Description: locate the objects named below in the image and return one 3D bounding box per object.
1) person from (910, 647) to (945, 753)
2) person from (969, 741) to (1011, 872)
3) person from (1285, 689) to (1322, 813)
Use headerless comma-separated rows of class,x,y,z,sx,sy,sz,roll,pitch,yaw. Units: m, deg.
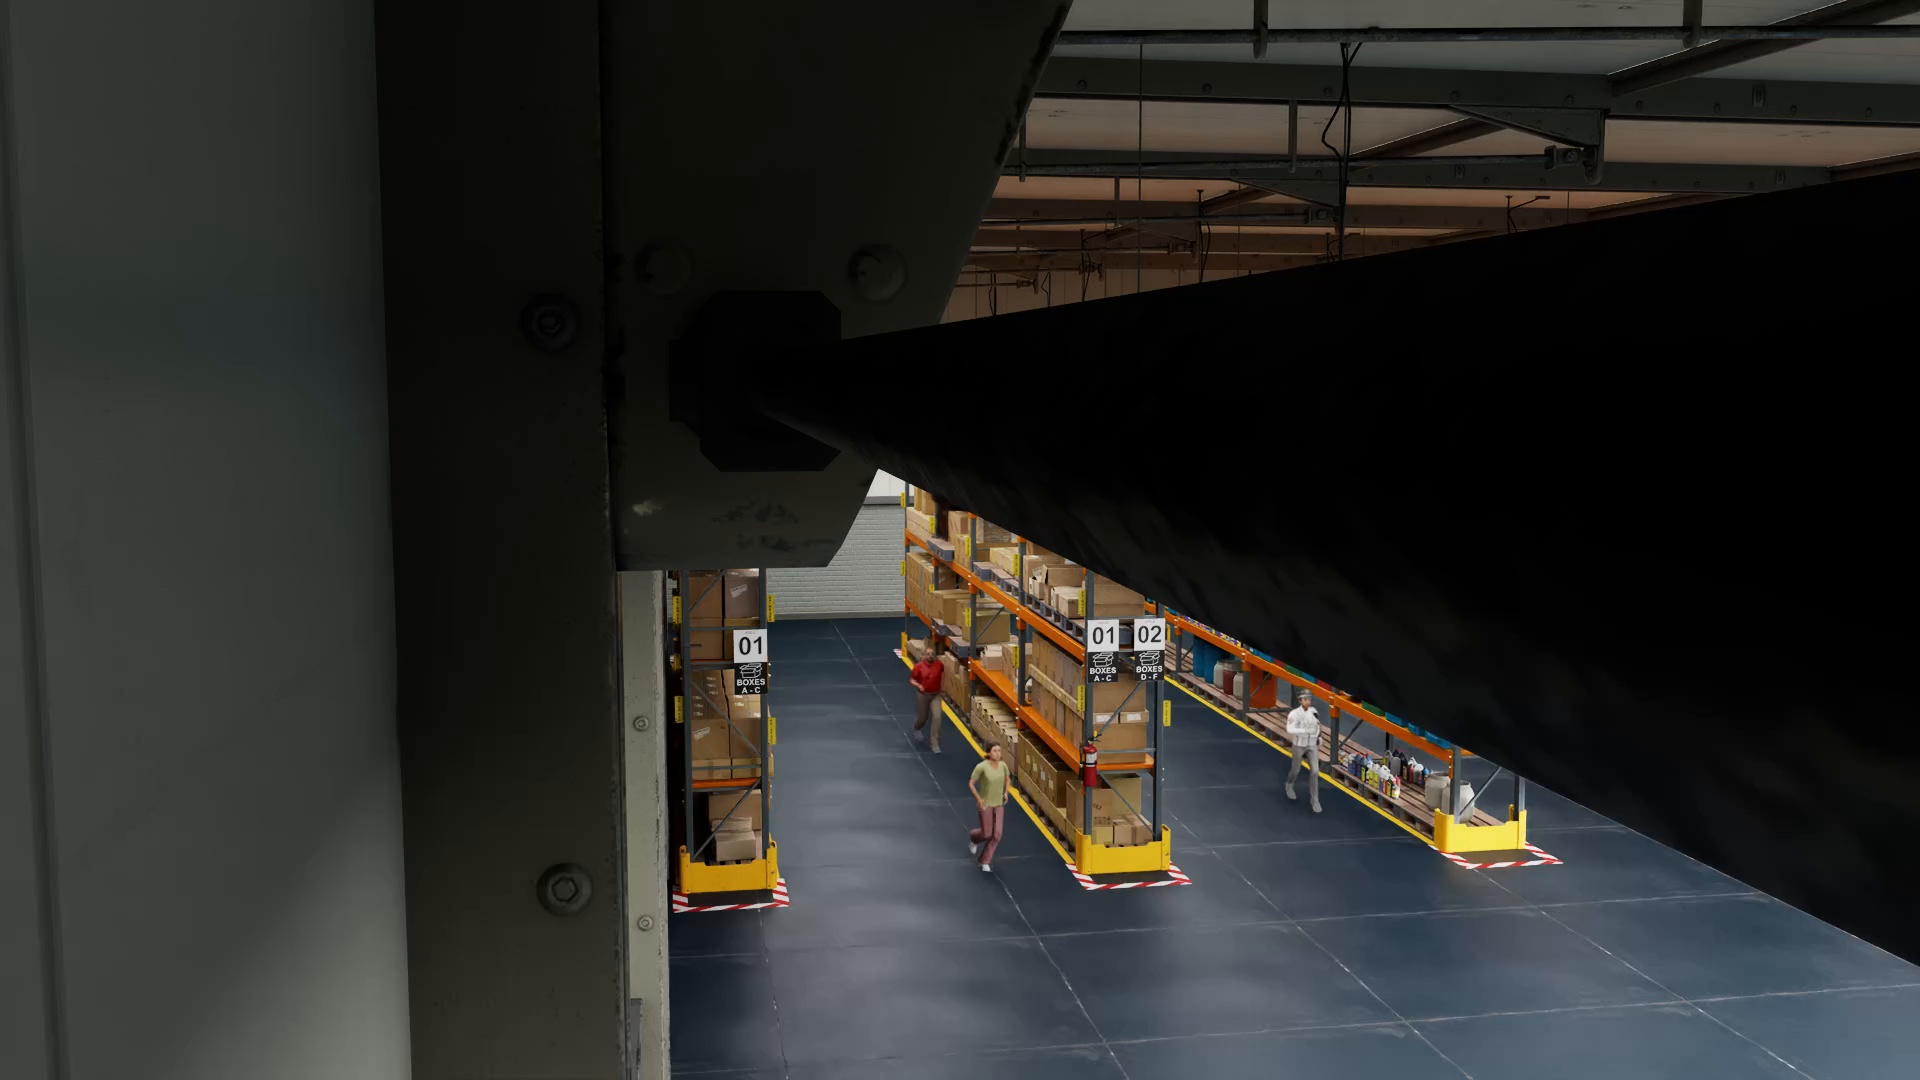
person,-0.532,2.612,27.658,0.647,1.719,0.943,-2,6,-16
person,0.387,3.343,21.130,0.580,1.620,0.589,-3,7,-25
person,4.967,2.987,23.972,0.598,1.715,0.884,-1,6,-10
